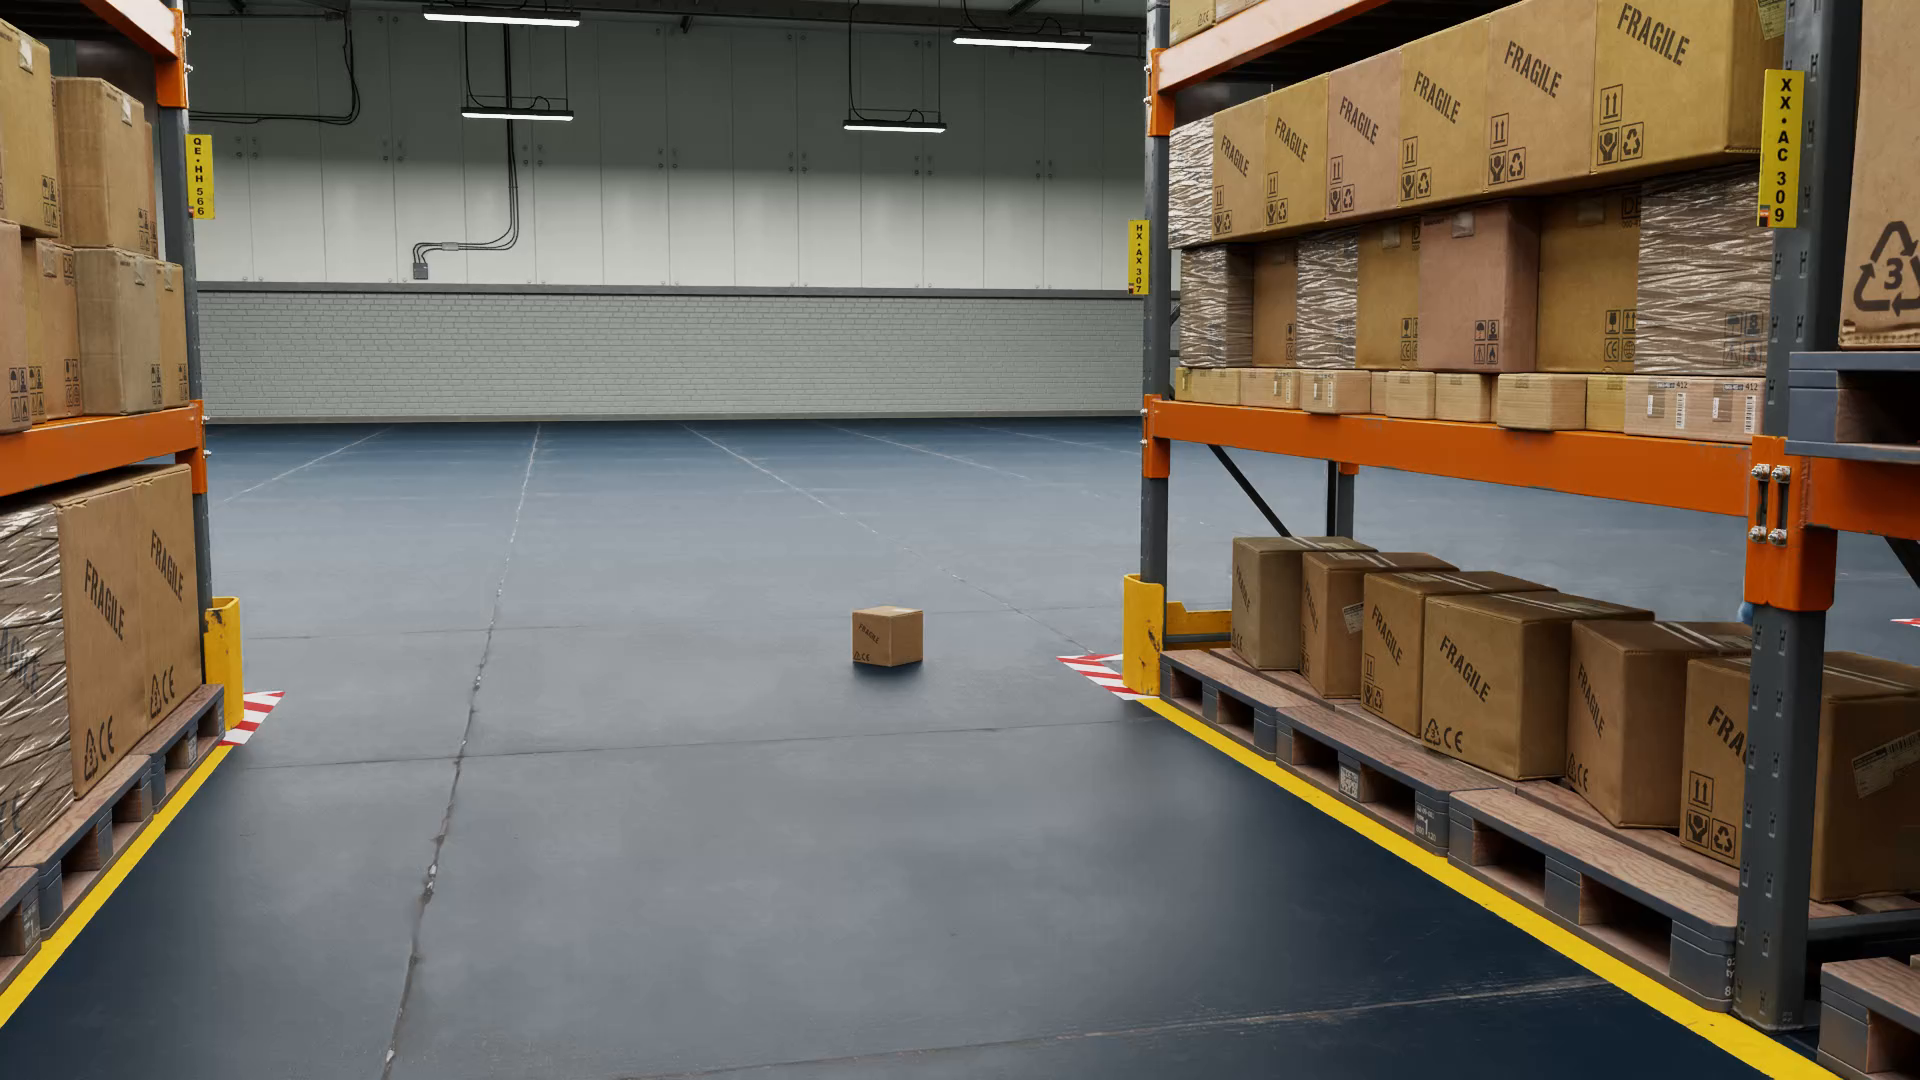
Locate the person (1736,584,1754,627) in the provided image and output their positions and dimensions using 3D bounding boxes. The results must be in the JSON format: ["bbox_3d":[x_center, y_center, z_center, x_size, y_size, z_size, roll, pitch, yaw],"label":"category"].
[{"bbox_3d":[4.042,-0.208,8.121,0.455,1.622,0.491,3,7,23],"label":"person"}]
